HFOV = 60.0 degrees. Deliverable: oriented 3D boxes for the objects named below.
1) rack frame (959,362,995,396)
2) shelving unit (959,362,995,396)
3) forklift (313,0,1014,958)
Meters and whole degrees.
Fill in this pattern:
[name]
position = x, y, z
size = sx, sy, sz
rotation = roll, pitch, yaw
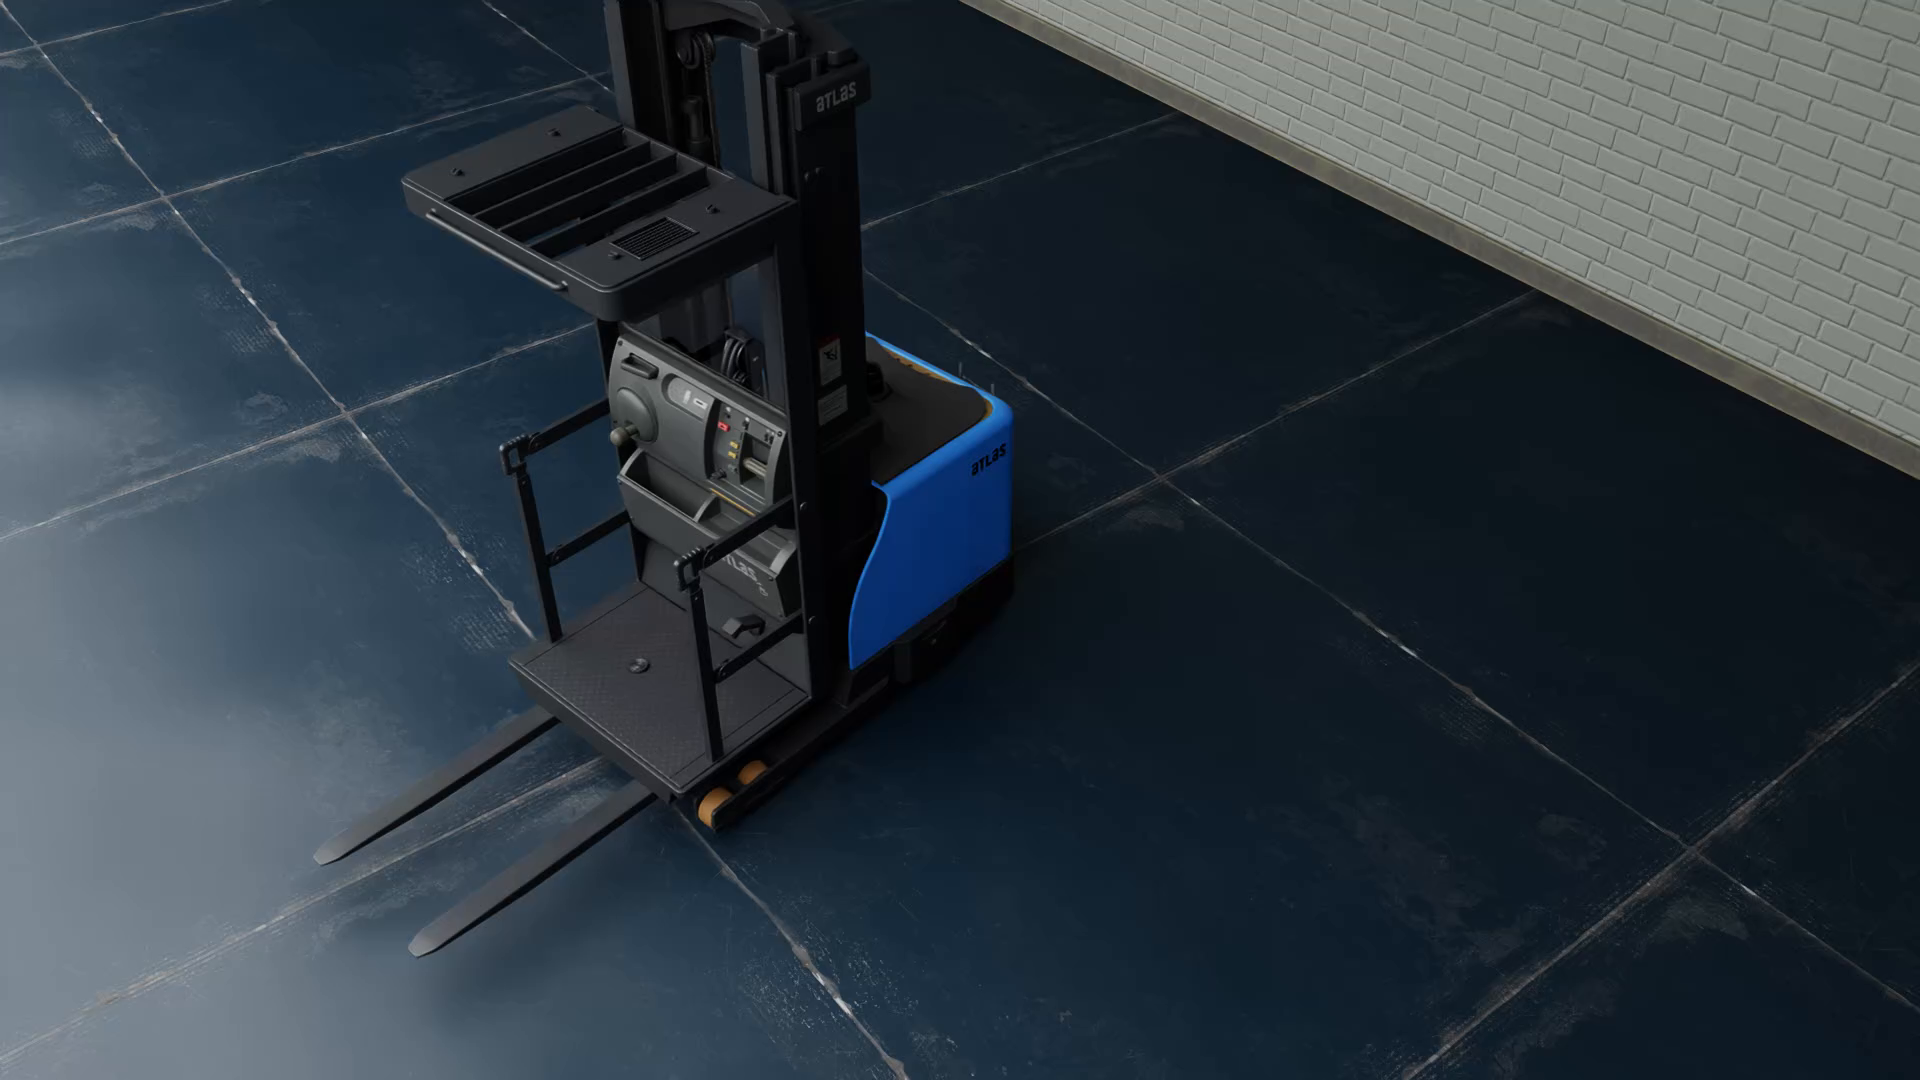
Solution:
[rack frame]
position = 0.074, -0.389, 7.648
size = 0.006, 0.900, 0.240
rotation = -28, 47, -30
[shelving unit]
position = -0.004, -0.347, 7.597
size = 0.210, 0.900, 0.258
rotation = -28, 47, -30
[forklift]
position = -1.119, -0.367, 6.020
size = 1.130, 2.935, 3.031
rotation = 30, 48, 31
